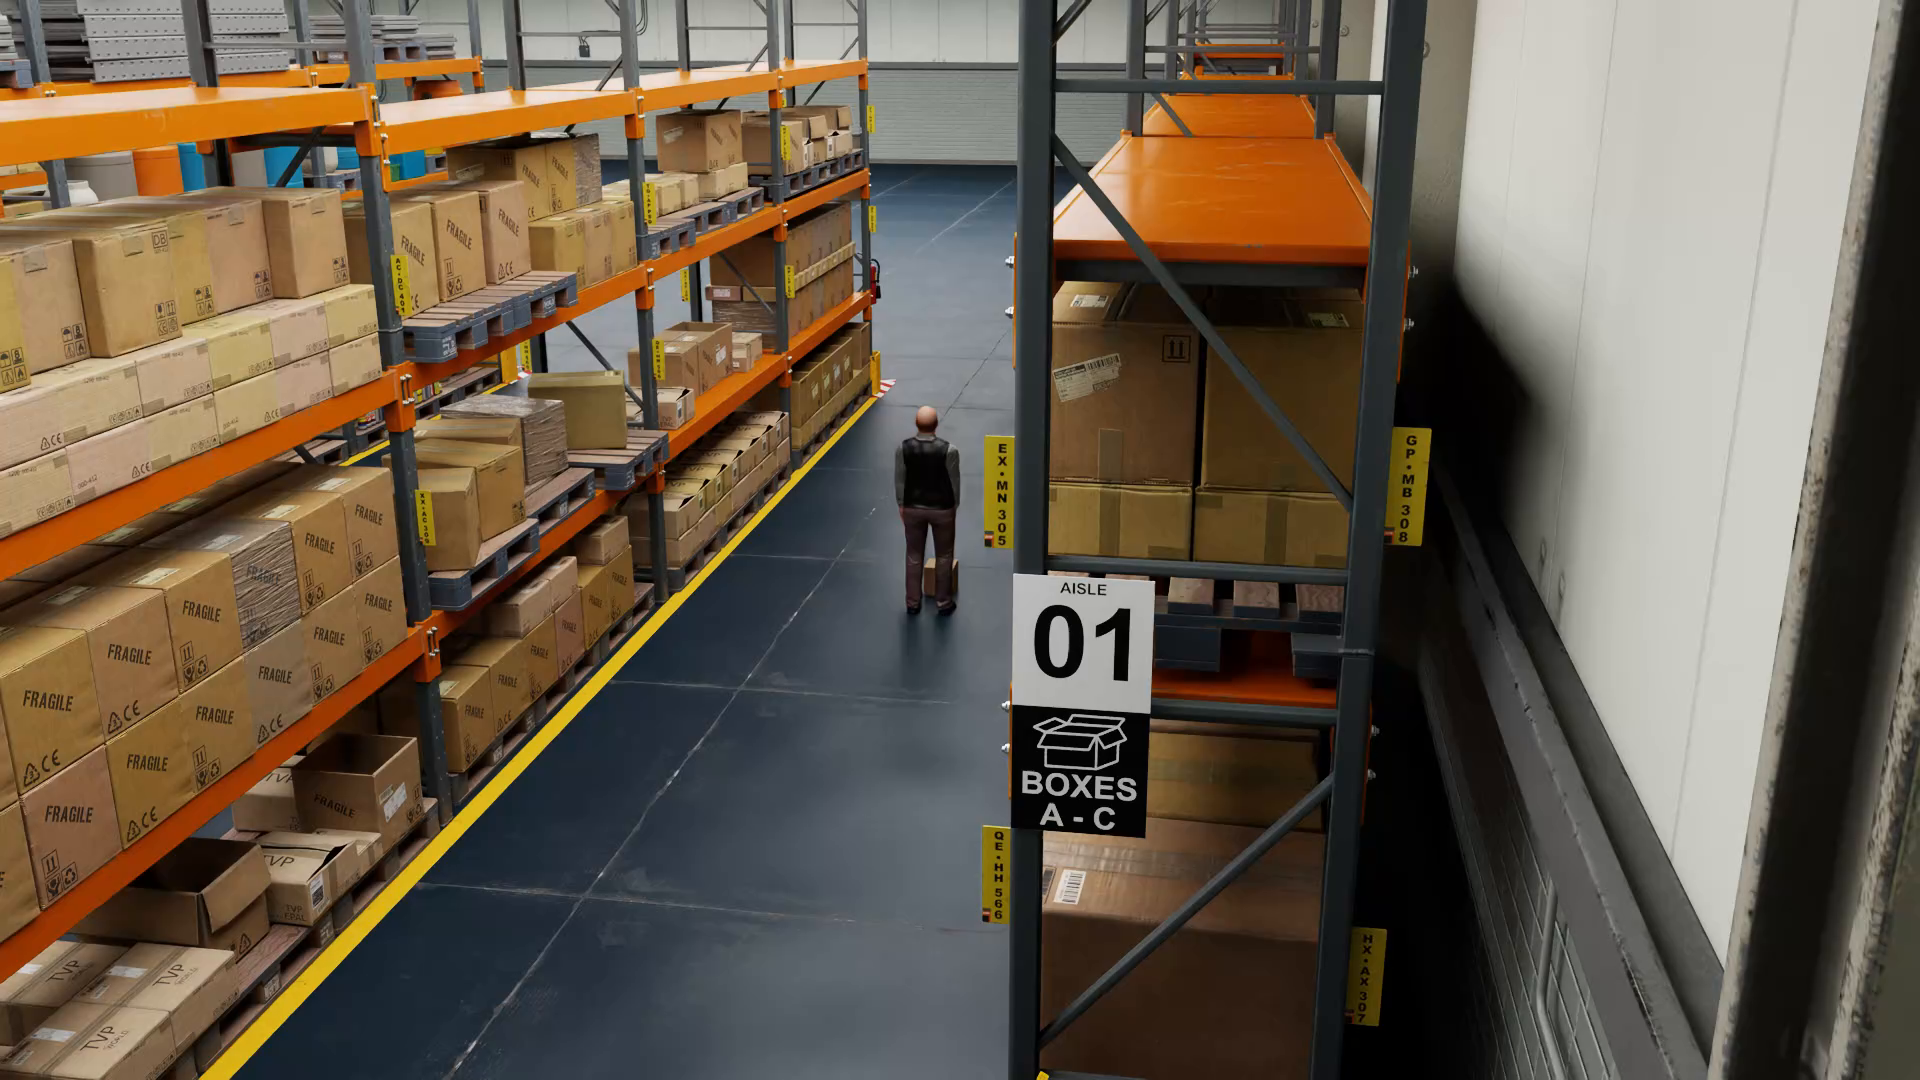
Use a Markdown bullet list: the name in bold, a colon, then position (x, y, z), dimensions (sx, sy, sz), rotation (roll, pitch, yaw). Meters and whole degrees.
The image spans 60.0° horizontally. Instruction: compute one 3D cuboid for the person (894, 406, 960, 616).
- **person**: position (-0.257, -0.194, 13.366), dimensions (0.531, 1.636, 0.358), rotation (3, 18, 10)
